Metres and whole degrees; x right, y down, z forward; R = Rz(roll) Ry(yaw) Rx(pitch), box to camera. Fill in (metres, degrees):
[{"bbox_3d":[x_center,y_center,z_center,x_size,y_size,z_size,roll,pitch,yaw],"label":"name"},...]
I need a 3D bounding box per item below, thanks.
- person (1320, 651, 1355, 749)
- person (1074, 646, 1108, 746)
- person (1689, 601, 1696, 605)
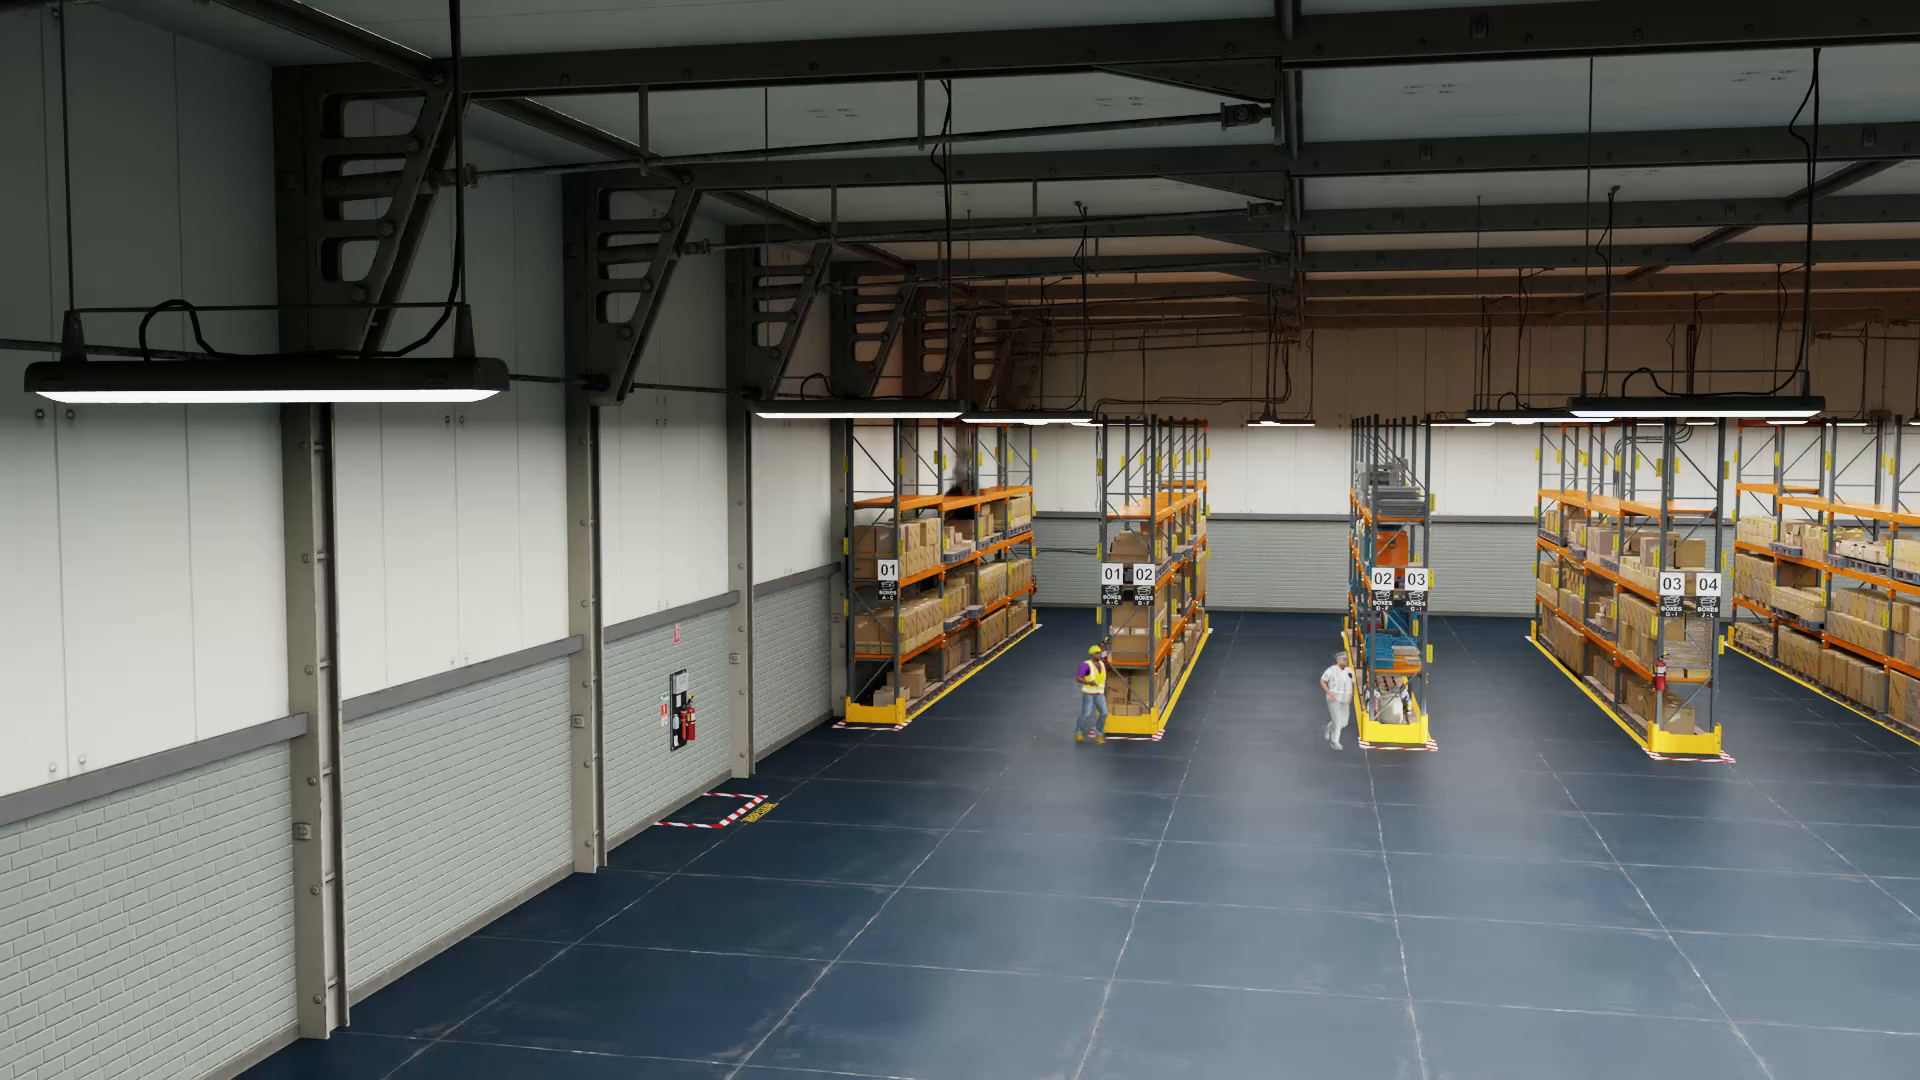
[{"bbox_3d":[6.820,2.869,30.044,0.685,1.746,0.600,-1,4,-20],"label":"person"},{"bbox_3d":[2.439,2.826,30.306,0.730,1.811,0.661,-2,4,-31],"label":"person"},{"bbox_3d":[18.928,1.974,42.915,0.713,1.818,1.006,1,4,13],"label":"person"}]
